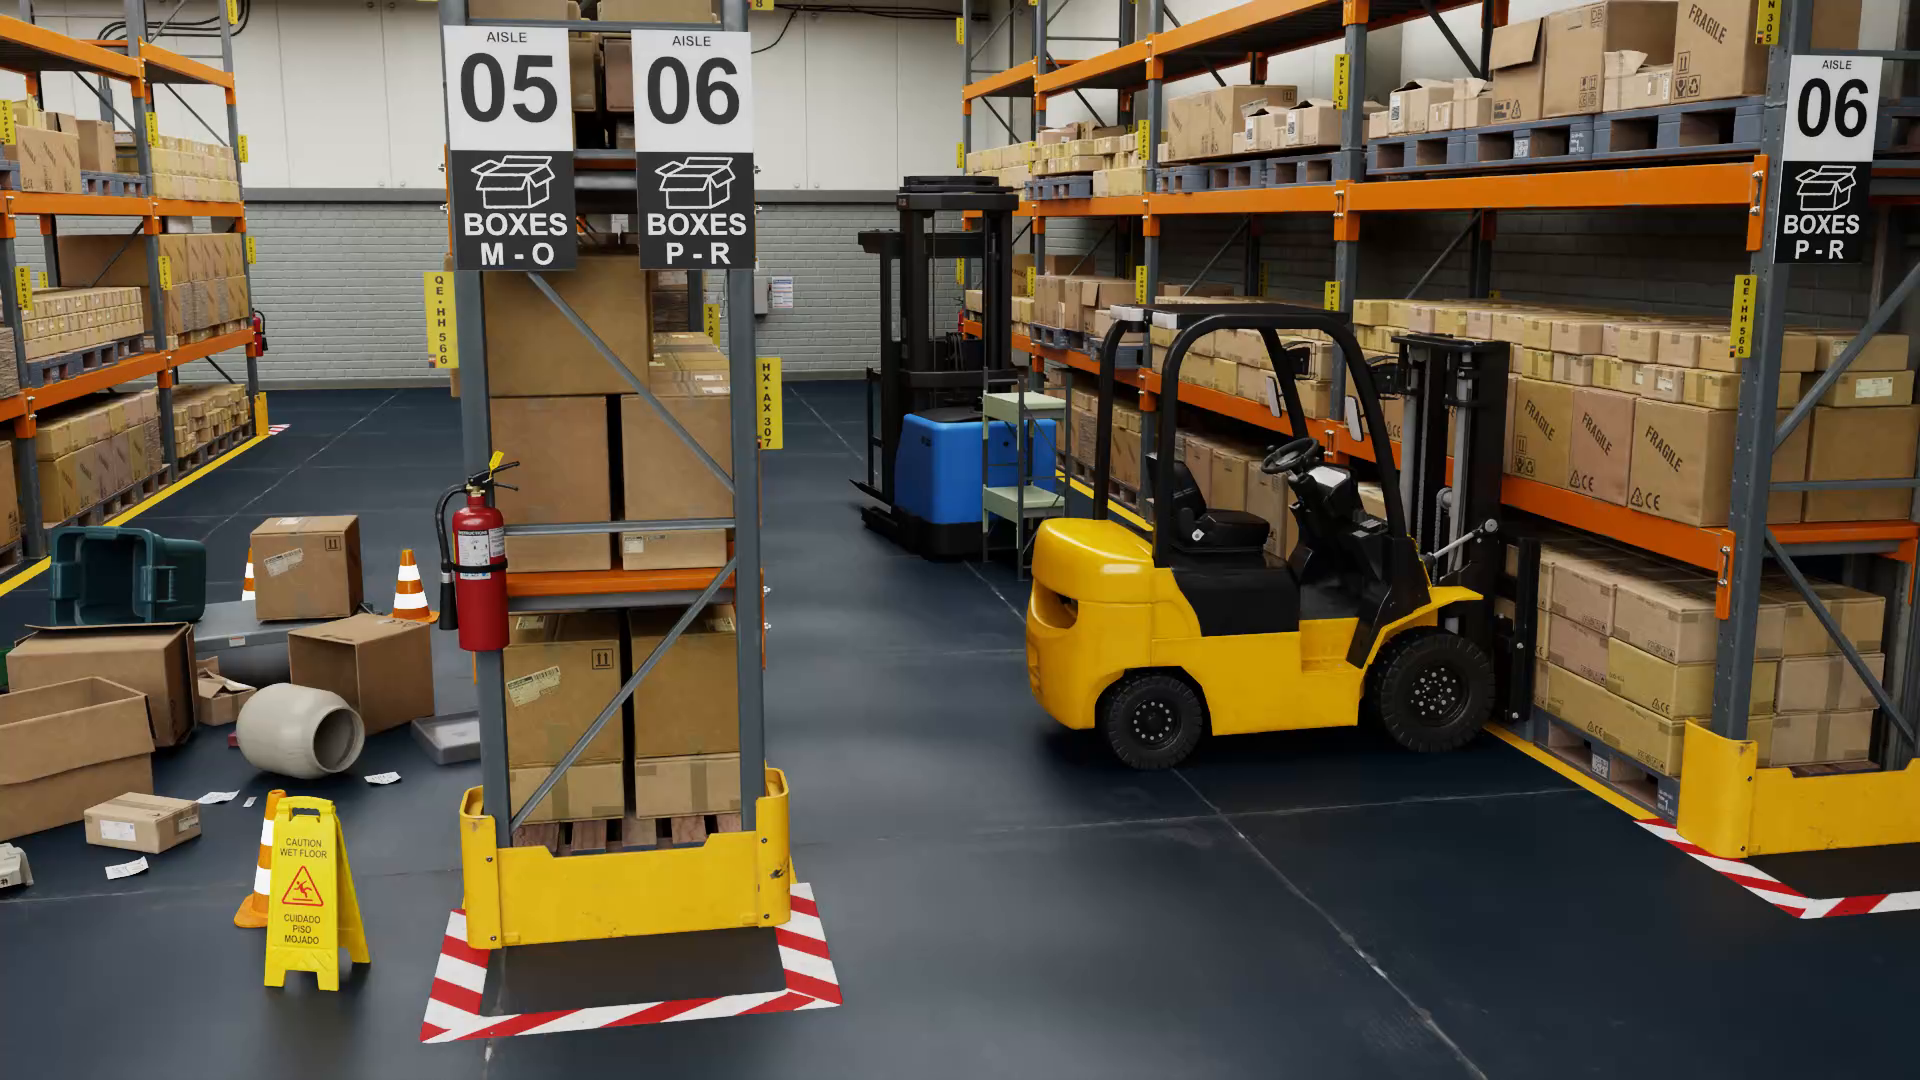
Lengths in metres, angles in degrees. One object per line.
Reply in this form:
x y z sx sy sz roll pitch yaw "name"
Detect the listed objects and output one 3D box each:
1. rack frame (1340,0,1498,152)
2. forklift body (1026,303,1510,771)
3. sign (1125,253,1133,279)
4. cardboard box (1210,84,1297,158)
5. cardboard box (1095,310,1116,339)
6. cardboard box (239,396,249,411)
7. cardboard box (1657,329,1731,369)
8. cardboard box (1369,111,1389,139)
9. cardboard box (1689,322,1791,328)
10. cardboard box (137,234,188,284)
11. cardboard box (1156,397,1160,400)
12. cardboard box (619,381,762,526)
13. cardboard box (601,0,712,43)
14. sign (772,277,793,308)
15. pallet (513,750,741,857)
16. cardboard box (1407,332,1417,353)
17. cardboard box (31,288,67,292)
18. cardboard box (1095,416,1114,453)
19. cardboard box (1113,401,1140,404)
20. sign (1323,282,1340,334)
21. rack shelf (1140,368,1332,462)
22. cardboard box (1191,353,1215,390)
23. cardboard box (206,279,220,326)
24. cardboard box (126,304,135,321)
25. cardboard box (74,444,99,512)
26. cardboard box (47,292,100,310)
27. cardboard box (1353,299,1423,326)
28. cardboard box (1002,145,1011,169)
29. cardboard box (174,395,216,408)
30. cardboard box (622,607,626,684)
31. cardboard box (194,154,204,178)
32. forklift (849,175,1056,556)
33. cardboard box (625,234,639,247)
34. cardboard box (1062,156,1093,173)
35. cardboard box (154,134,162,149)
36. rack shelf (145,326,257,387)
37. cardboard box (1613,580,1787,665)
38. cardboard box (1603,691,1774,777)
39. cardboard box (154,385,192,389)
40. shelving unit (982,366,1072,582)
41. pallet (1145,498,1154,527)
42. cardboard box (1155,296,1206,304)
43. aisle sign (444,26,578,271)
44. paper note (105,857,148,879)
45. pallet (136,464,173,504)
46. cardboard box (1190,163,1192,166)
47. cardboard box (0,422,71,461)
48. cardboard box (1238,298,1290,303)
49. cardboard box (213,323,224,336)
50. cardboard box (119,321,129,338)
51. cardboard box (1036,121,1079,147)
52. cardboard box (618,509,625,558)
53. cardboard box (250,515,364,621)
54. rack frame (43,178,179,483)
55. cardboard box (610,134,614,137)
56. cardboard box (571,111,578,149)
2.875 -3.902 10.129 1.000 3.000 0.127 -2 11 -11 "rack frame"
1.494 -0.086 8.394 2.313 2.155 1.214 -2 11 -11 "forklift body"
1.862 -3.012 18.400 0.100 0.325 0.005 -2 11 -11 "sign"
2.196 -3.138 12.481 0.500 0.500 0.500 -2 11 -10 "cardboard box"
1.574 -2.003 15.474 0.500 0.250 0.500 -3 11 -14 "cardboard box"
-8.781 -1.641 20.004 0.380 0.149 0.250 -2 11 -13 "cardboard box"
3.298 -0.837 7.275 0.380 0.149 0.250 -2 11 -11 "cardboard box"
2.664 -2.467 9.894 0.380 0.149 0.250 -2 11 -10 "cardboard box"
3.680 -0.947 7.854 0.380 0.149 0.250 -2 11 -11 "cardboard box"
-8.350 -2.915 17.251 0.500 0.500 0.500 -2 11 -13 "cardboard box"
1.997 -1.328 16.477 0.380 0.149 0.250 -2 11 -11 "cardboard box"
-1.036 -0.332 6.356 0.500 0.500 0.500 -2 11 -12 "cardboard box"
-1.085 -1.854 5.934 0.380 0.149 0.250 -2 11 -11 "cardboard box"
-2.914 -4.067 27.294 0.329 0.494 0.001 -2 11 -11 "sign"
-1.354 1.166 7.007 1.003 0.211 1.213 -2 11 -11 "pallet"
2.784 -1.112 9.516 0.380 0.149 0.250 -2 11 -10 "cardboard box"
-8.760 -2.328 15.865 0.380 0.149 0.250 -2 11 -8 "cardboard box"
1.612 -0.925 16.094 0.500 0.500 0.500 -2 11 -9 "cardboard box"
1.605 -1.261 16.129 0.380 0.149 0.250 -2 11 -12 "cardboard box"
2.344 -1.463 10.476 0.100 0.325 0.005 -2 11 -11 "sign"
2.486 -0.968 12.685 1.077 0.370 4.000 -2 11 -11 "rack shelf"
2.143 -1.338 13.104 0.500 0.250 0.500 -2 11 -13 "cardboard box"
-8.534 -2.619 18.371 0.500 0.500 0.500 -2 11 -8 "cardboard box"
-8.062 -2.157 15.761 0.380 0.149 0.250 -2 11 -11 "cardboard box"
-7.596 -0.518 13.958 0.500 0.500 0.500 -2 11 -10 "cardboard box"
-7.863 -2.112 14.727 0.380 0.149 0.250 -3 11 -14 "cardboard box"
2.646 -1.399 10.229 0.380 0.149 0.250 -2 11 -10 "cardboard box"
0.787 -4.483 19.476 0.500 0.250 0.500 -2 11 -10 "cardboard box"
-8.607 -1.546 18.705 0.380 0.149 0.250 -3 11 -13 "cardboard box"
-1.823 0.410 7.744 0.500 0.500 0.500 -2 11 -12 "cardboard box"
-8.540 -4.065 18.075 0.500 0.250 0.500 -3 11 -13 "cardboard box"
-0.209 -1.550 13.999 1.130 2.935 3.031 -4 11 -19 "forklift"
-3.356 -3.167 17.637 0.380 0.149 0.250 -2 11 -12 "cardboard box"
1.228 -3.724 16.500 0.380 0.149 0.250 -2 11 -10 "cardboard box"
-8.225 -3.997 16.649 0.380 0.149 0.250 -3 11 -13 "cardboard box"
-8.774 -2.056 18.399 1.077 0.370 4.000 -2 11 -11 "rack shelf"
3.257 0.359 7.344 0.500 0.250 0.500 -2 11 -9 "cardboard box"
3.251 0.849 7.446 0.500 0.250 0.500 -2 11 -11 "cardboard box"
-9.395 -1.766 19.860 0.380 0.149 0.250 -3 11 -14 "cardboard box"
0.487 -0.511 12.370 0.431 1.500 0.755 -4 11 -19 "shelving unit"
2.218 -0.166 14.005 1.003 0.211 1.213 -2 11 -11 "pallet"
1.870 -1.987 14.111 0.380 0.149 0.250 -2 11 -9 "cardboard box"
-1.488 -1.295 5.526 0.394 0.787 0.004 -2 11 -11 "aisle sign"
-3.352 1.318 6.692 0.148 0.019 0.142 -6 13 -31 "paper note"
-8.233 -0.530 15.915 1.003 0.211 1.213 -2 11 -11 "pallet"
2.228 -3.406 14.883 0.380 0.149 0.250 -2 11 -11 "cardboard box"
-7.504 -0.791 13.385 0.500 0.250 0.500 -3 11 -14 "cardboard box"
2.509 -1.910 13.708 0.380 0.149 0.250 -2 11 -11 "cardboard box"
-8.653 -2.415 19.035 0.380 0.149 0.250 -3 11 -14 "cardboard box"
-8.016 -1.966 15.553 0.380 0.149 0.250 -2 11 -11 "cardboard box"
1.035 -4.309 17.670 0.396 0.266 0.258 -2 11 -12 "cardboard box"
-1.142 -0.032 6.515 0.380 0.149 0.250 -2 11 -10 "cardboard box"
-3.734 0.153 9.532 0.500 0.500 0.500 -2 11 -11 "cardboard box"
-8.385 -2.042 16.404 1.000 3.000 0.127 -2 11 -11 "rack frame"
-1.346 -1.969 7.603 0.500 0.250 0.500 -2 11 -10 "cardboard box"
-1.559 -1.445 5.917 0.380 0.149 0.250 -2 11 -11 "cardboard box"
